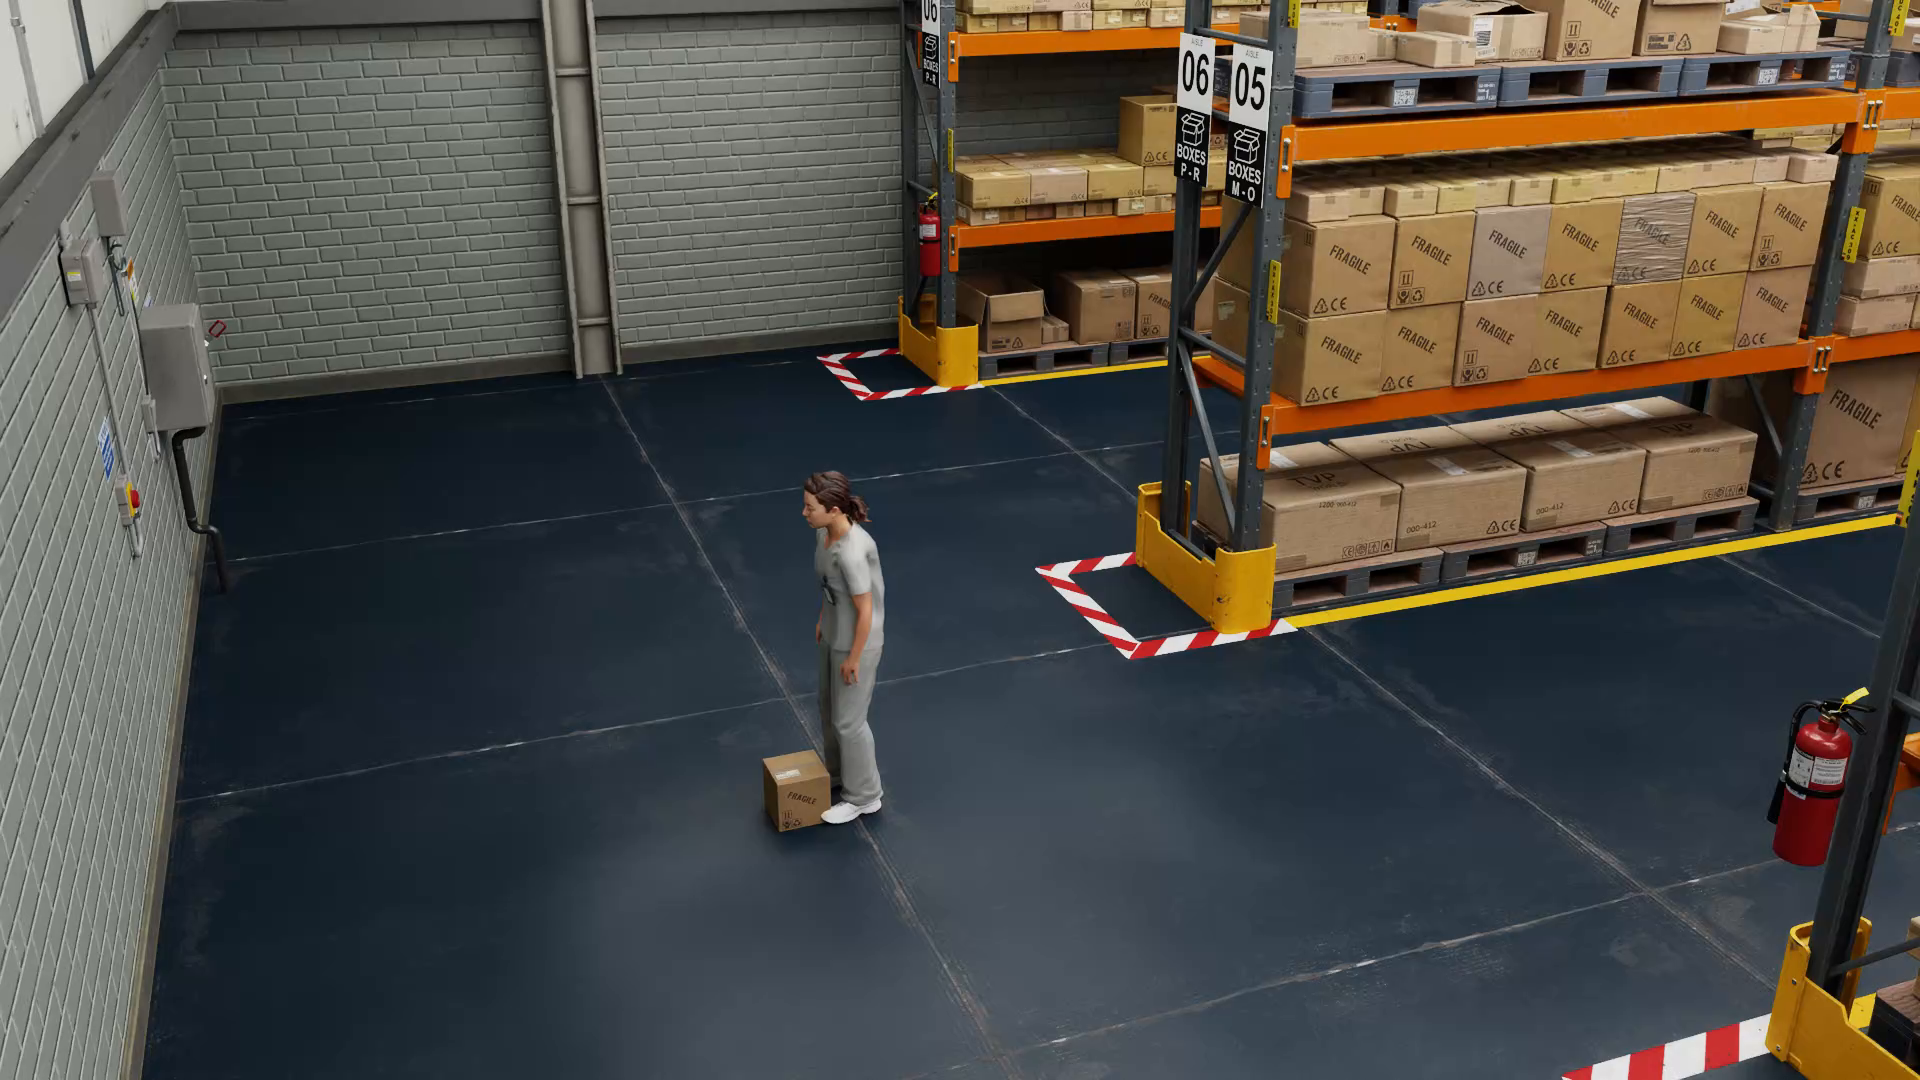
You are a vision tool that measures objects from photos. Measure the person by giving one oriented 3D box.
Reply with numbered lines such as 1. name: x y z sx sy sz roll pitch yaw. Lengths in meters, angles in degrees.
1. person: -0.525 0.461 7.489 0.353 1.673 0.492 -8 24 -19
